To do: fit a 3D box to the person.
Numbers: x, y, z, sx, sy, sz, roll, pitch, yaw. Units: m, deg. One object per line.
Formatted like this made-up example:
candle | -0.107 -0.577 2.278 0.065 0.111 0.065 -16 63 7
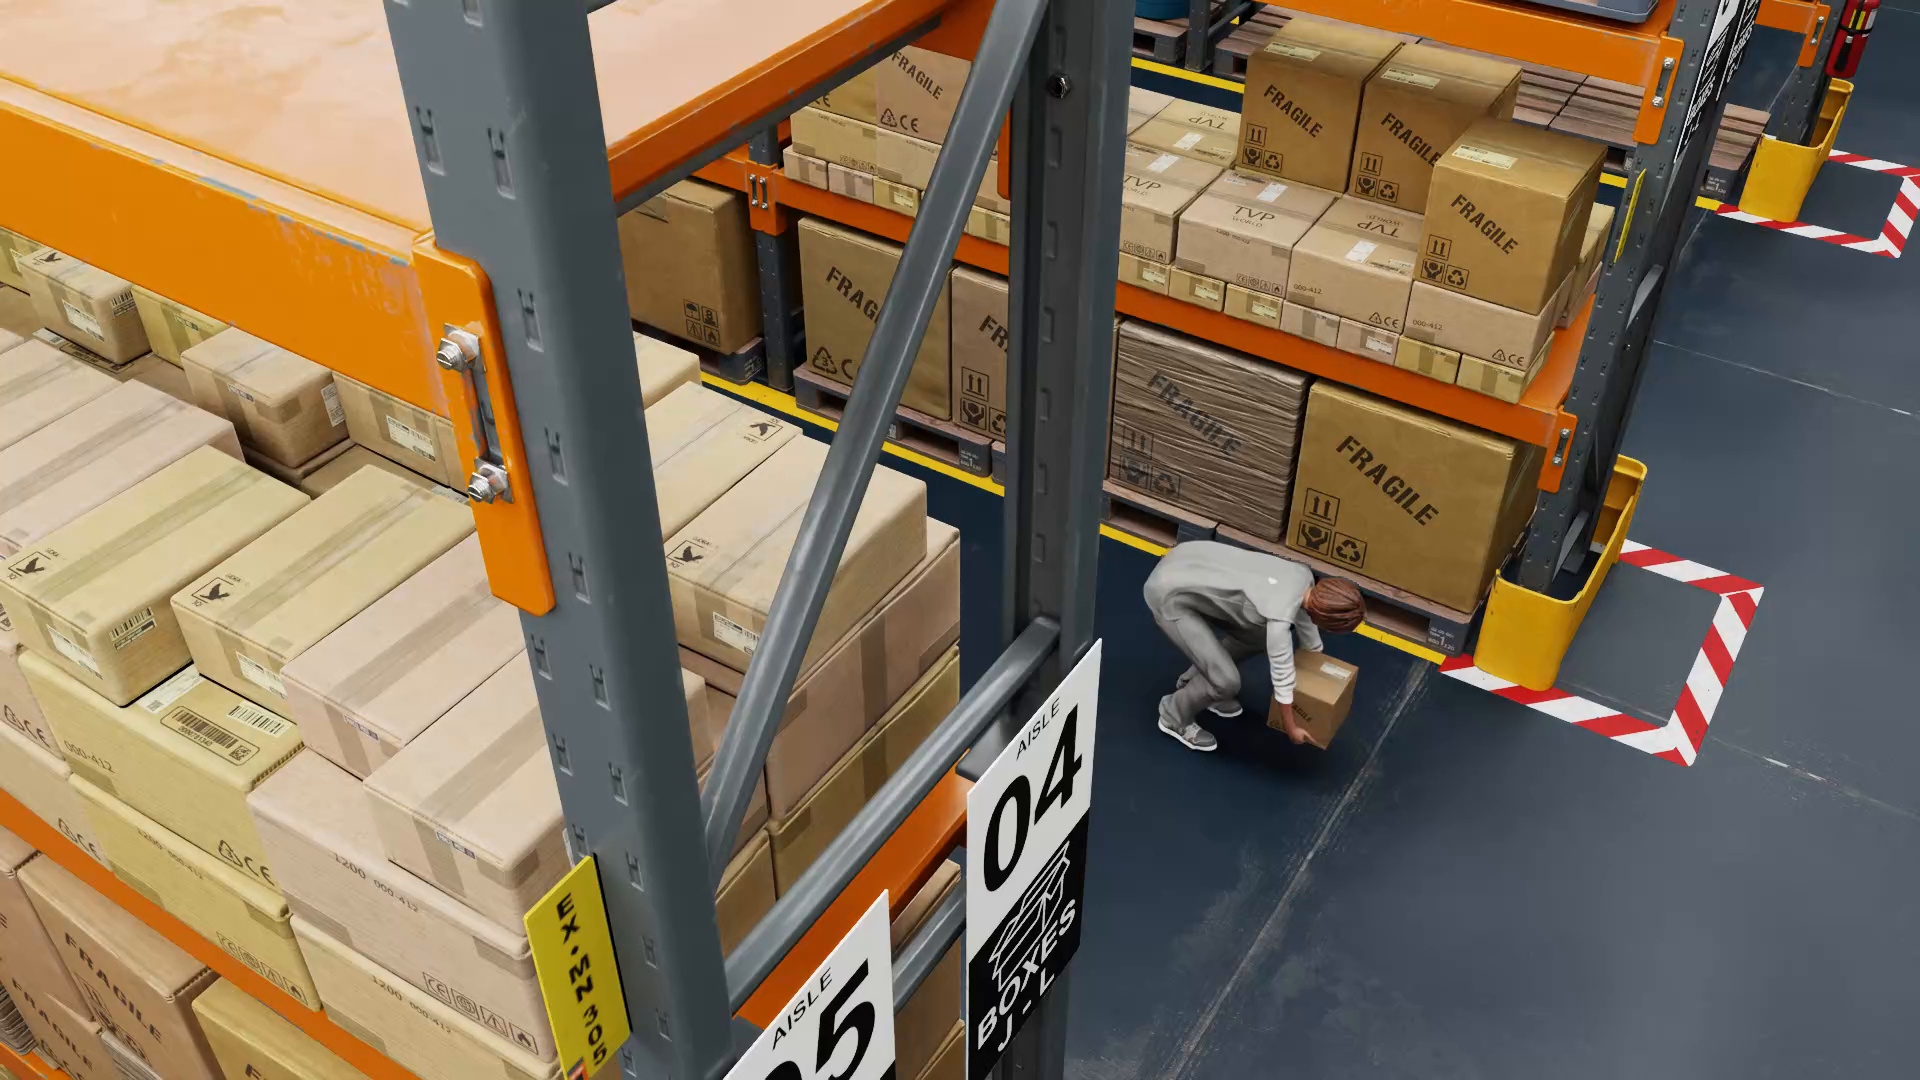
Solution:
person | 1.136 0.442 6.631 0.862 0.949 0.425 20 43 23
